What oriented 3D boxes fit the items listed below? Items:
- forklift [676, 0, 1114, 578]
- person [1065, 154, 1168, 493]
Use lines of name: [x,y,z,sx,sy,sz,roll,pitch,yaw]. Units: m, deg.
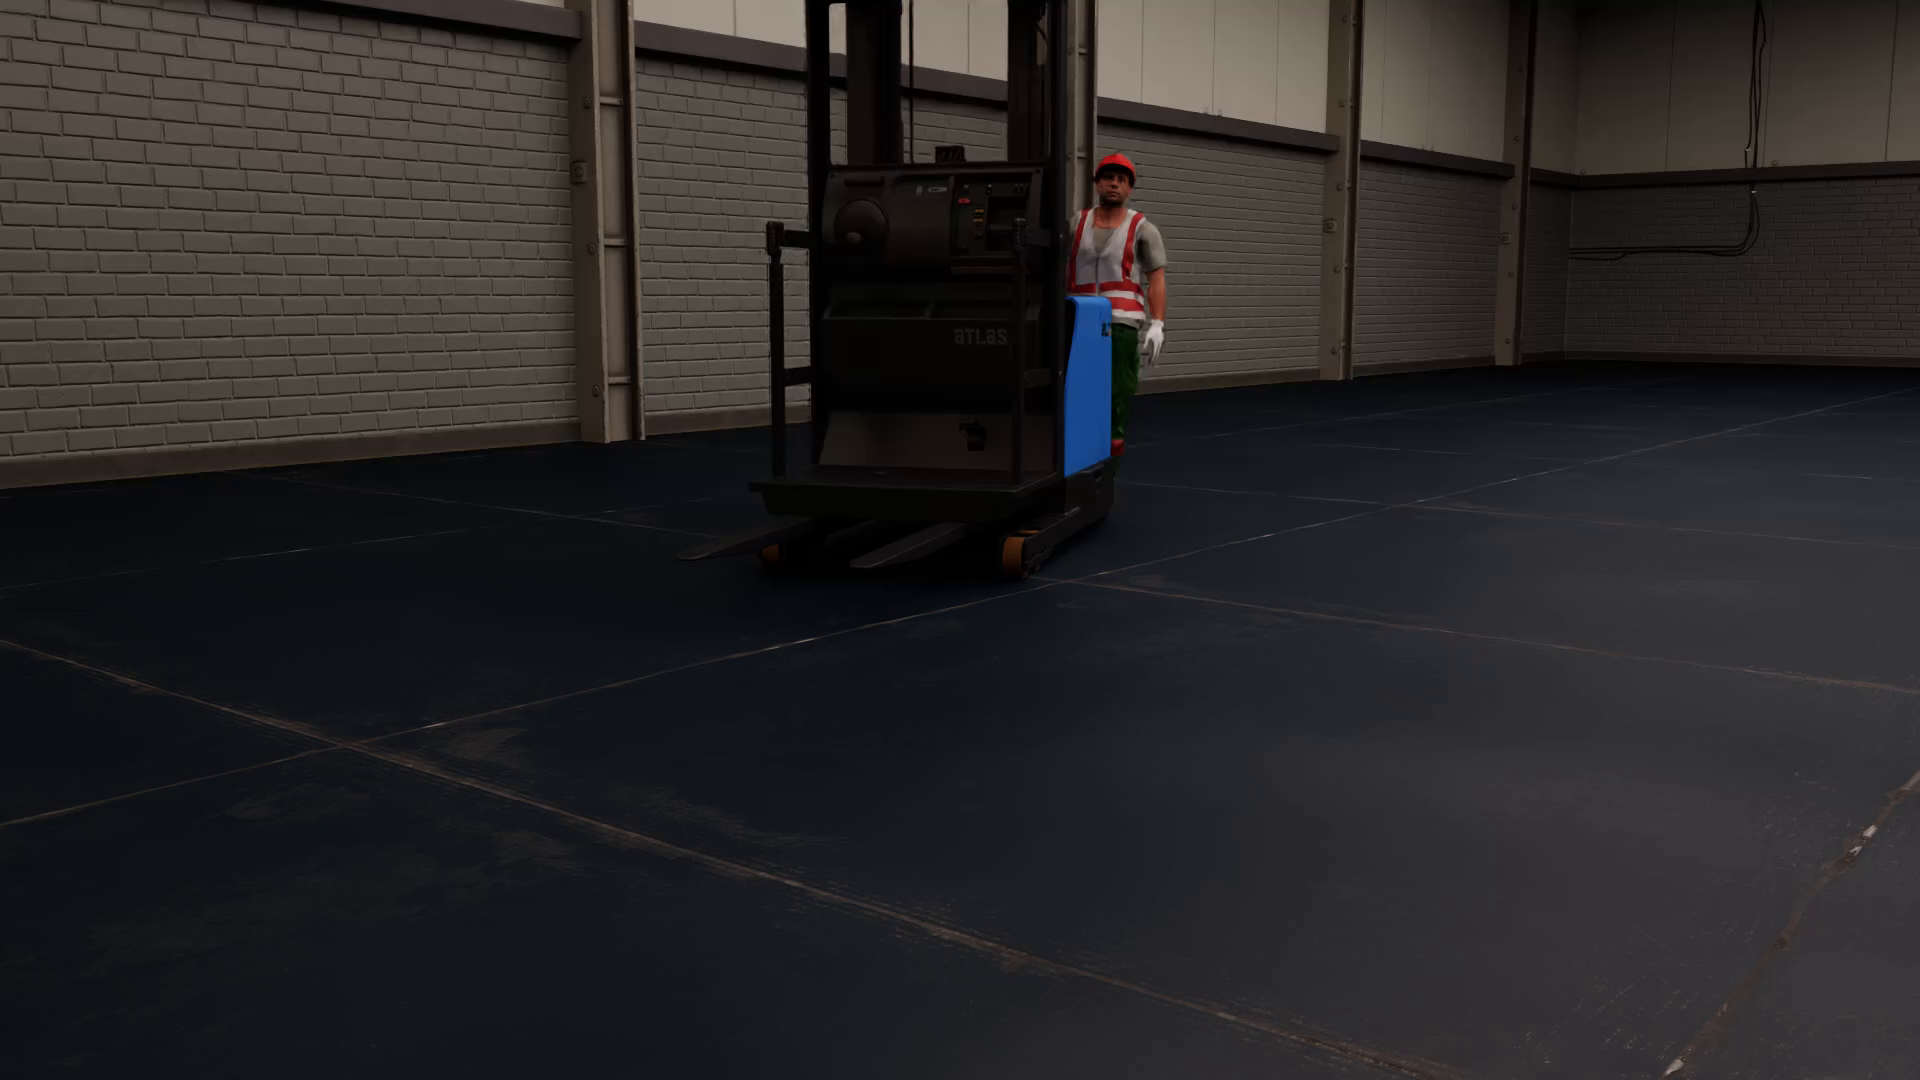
forklift: [-0.176,-1.366,6.616,1.130,2.935,3.031,3,9,17]
person: [0.699,-1.058,8.480,0.715,1.786,0.456,3,9,18]
